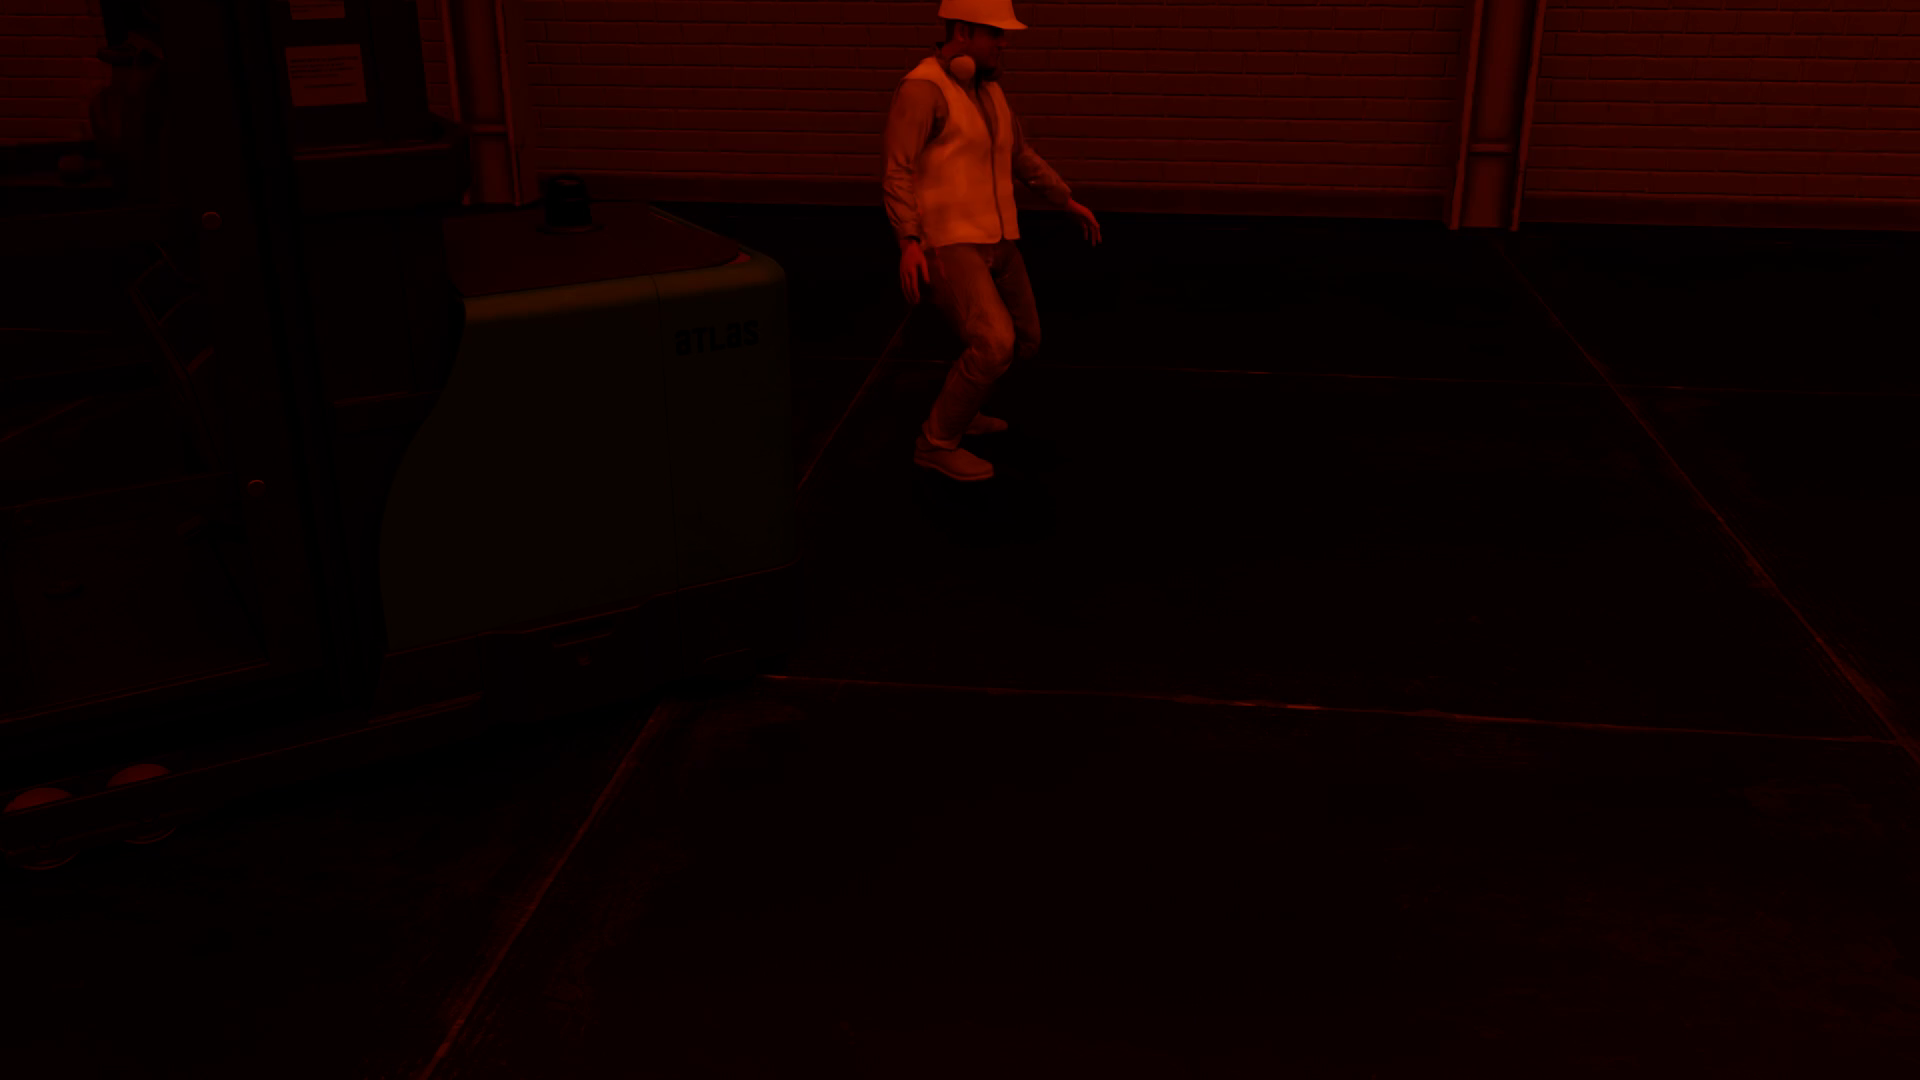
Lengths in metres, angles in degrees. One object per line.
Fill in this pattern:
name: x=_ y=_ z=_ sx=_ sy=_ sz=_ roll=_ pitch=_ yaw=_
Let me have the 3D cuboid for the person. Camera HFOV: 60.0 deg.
person: x=0.065 y=-1.021 z=5.549 sx=0.673 sy=1.656 sz=0.938 roll=14 pitch=26 yaw=31

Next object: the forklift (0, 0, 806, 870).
forklift: x=-1.930 y=-0.897 z=3.481 sx=3.031 sy=2.935 sz=1.130 roll=-13 pitch=25 yaw=-29
